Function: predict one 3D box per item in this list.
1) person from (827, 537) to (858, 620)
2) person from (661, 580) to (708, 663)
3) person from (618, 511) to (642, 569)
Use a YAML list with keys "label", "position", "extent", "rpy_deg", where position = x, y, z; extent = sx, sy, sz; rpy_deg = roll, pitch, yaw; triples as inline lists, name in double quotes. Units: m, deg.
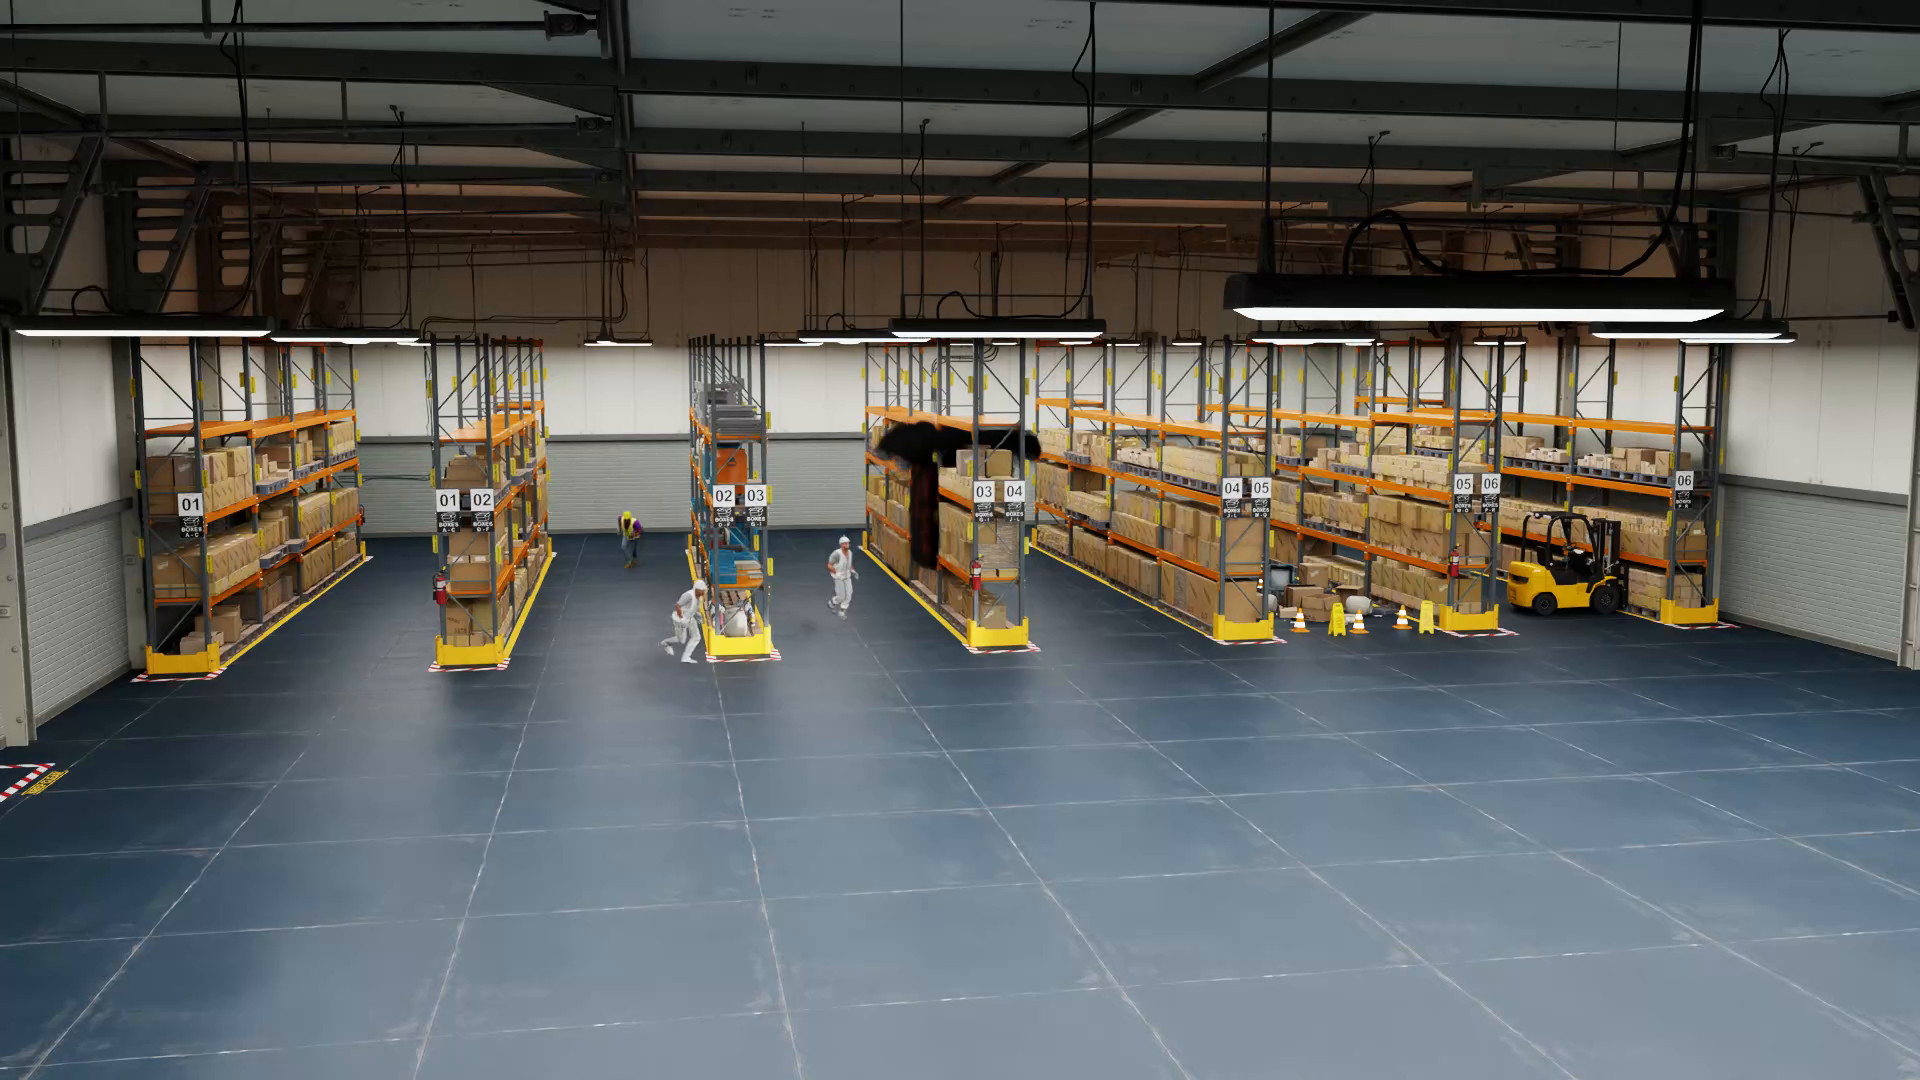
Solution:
- label: "person"
  position: [-2.477, 0.776, 34.178]
  extent: [0.654, 1.719, 0.660]
  rpy_deg: [-6, 9, -41]
- label: "person"
  position: [-5.061, 1.480, 30.419]
  extent: [1.112, 1.568, 0.683]
  rpy_deg: [4, 8, 30]
- label: "person"
  position: [-8.660, -0.045, 43.865]
  extent: [0.693, 1.528, 1.214]
  rpy_deg: [1, 7, 6]
